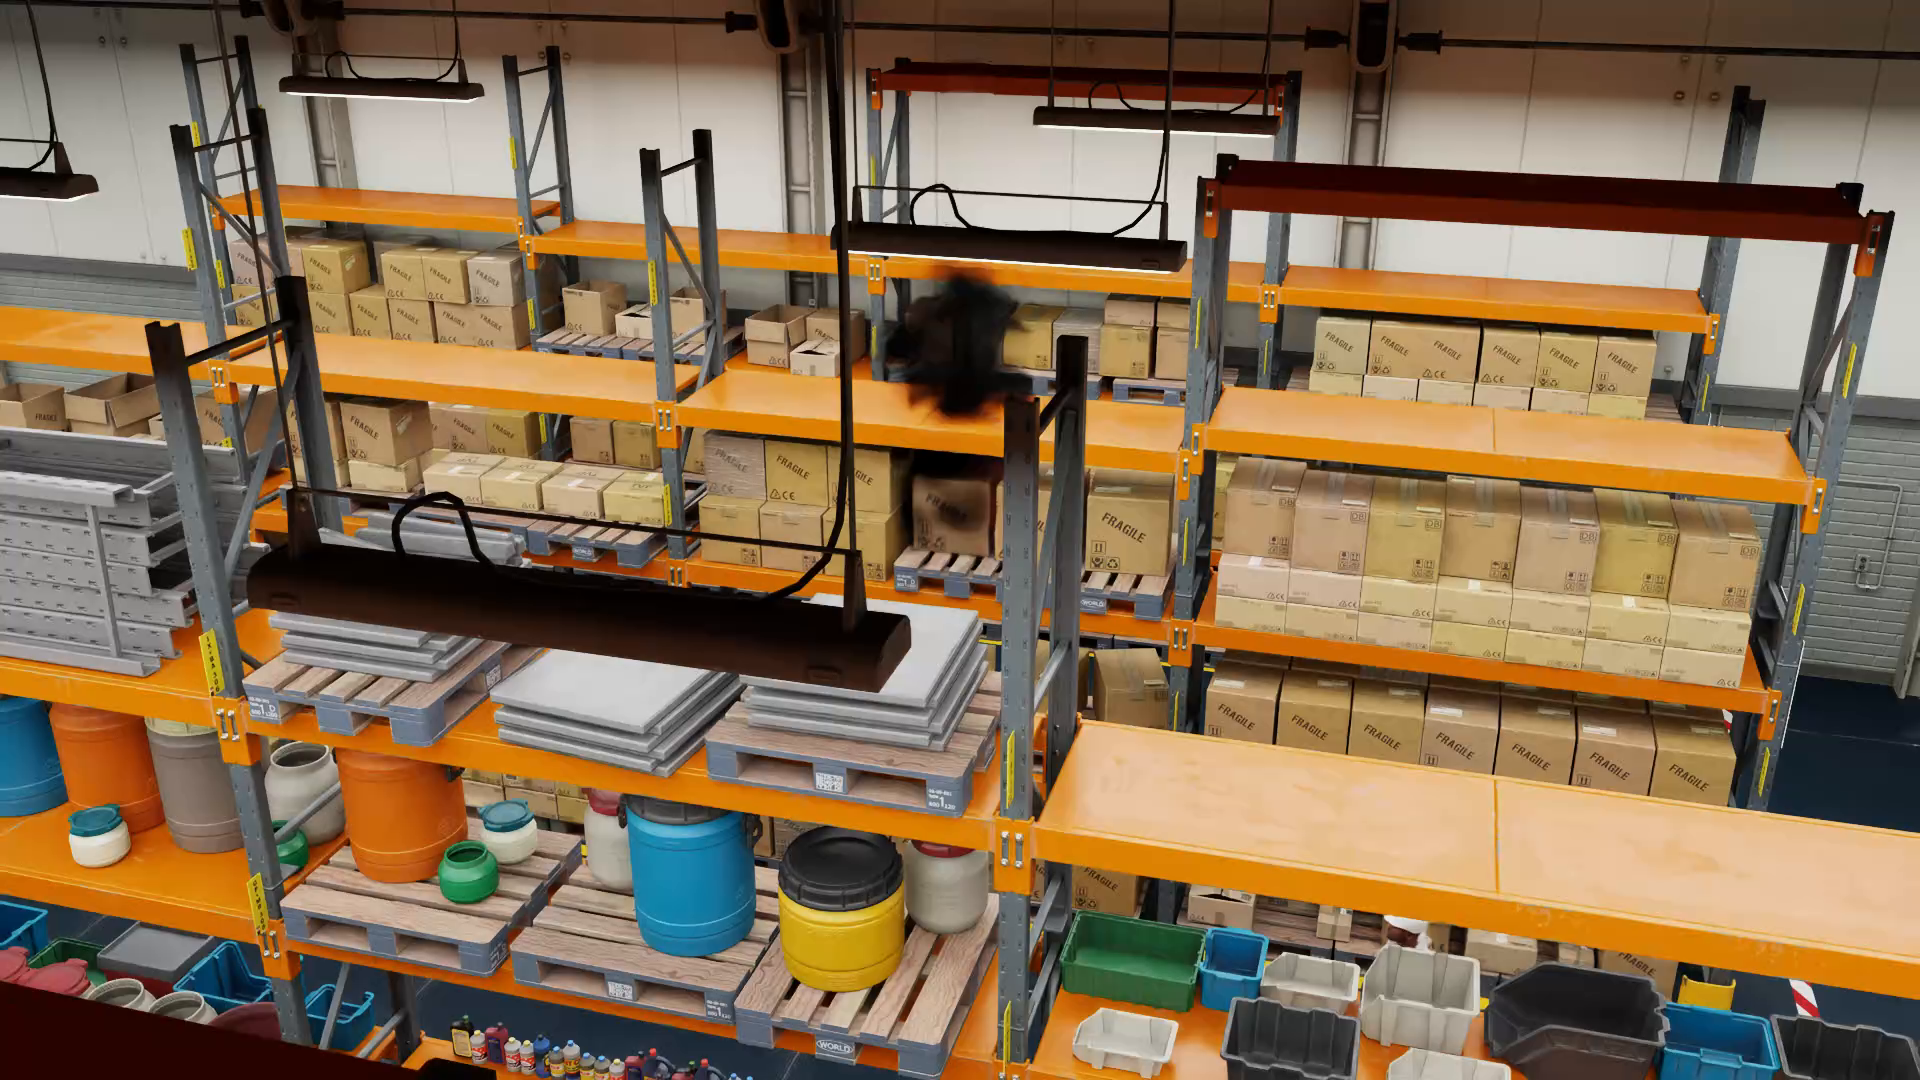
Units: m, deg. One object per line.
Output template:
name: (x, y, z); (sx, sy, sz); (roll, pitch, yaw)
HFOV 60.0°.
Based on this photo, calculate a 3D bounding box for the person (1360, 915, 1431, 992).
person: (2.843, 3.118, 10.969); (0.635, 1.722, 0.681); (-1, 23, -2)
